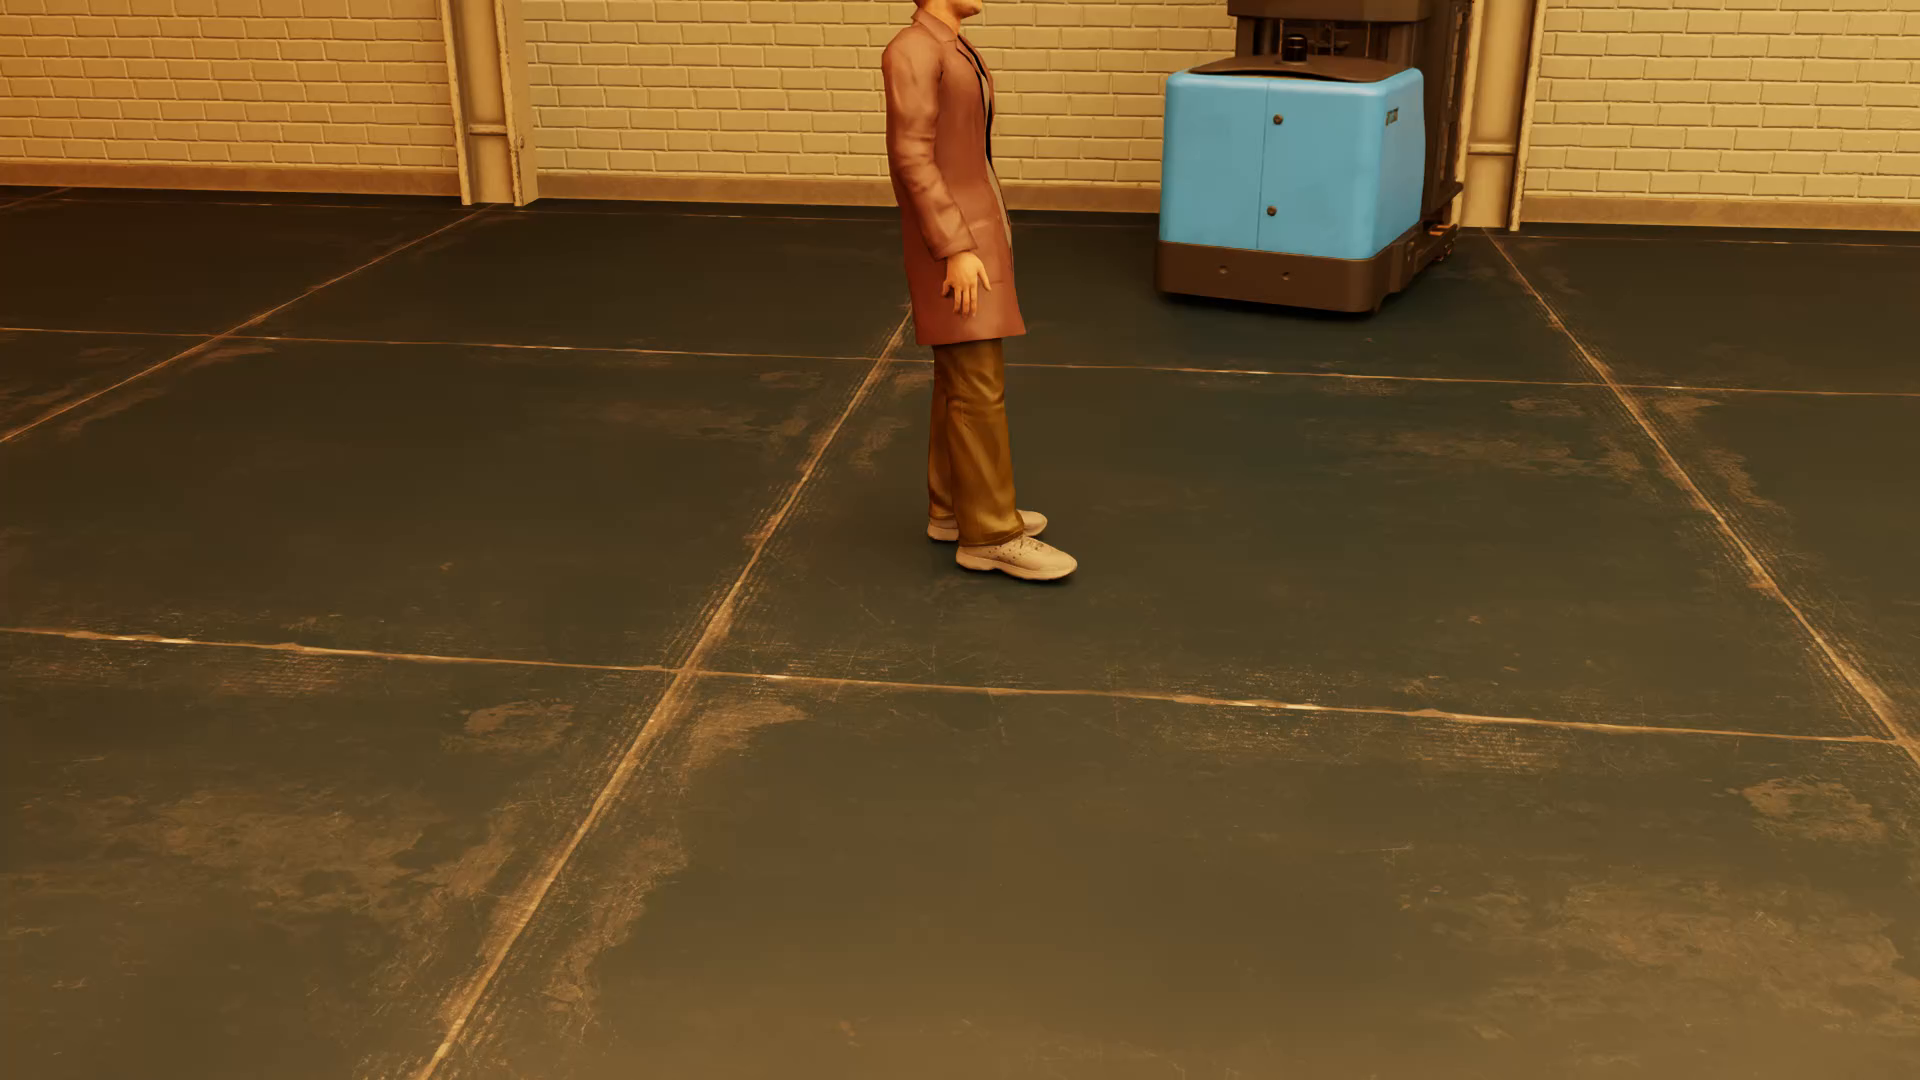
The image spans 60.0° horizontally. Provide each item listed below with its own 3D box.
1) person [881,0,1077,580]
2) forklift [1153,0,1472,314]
[{"bbox_3d":[0.091,-0.826,4.828,0.579,1.778,0.698,3,22,7],"label":"person"},{"bbox_3d":[2.044,-2.904,8.466,1.130,2.935,3.031,11,24,25],"label":"forklift"}]
